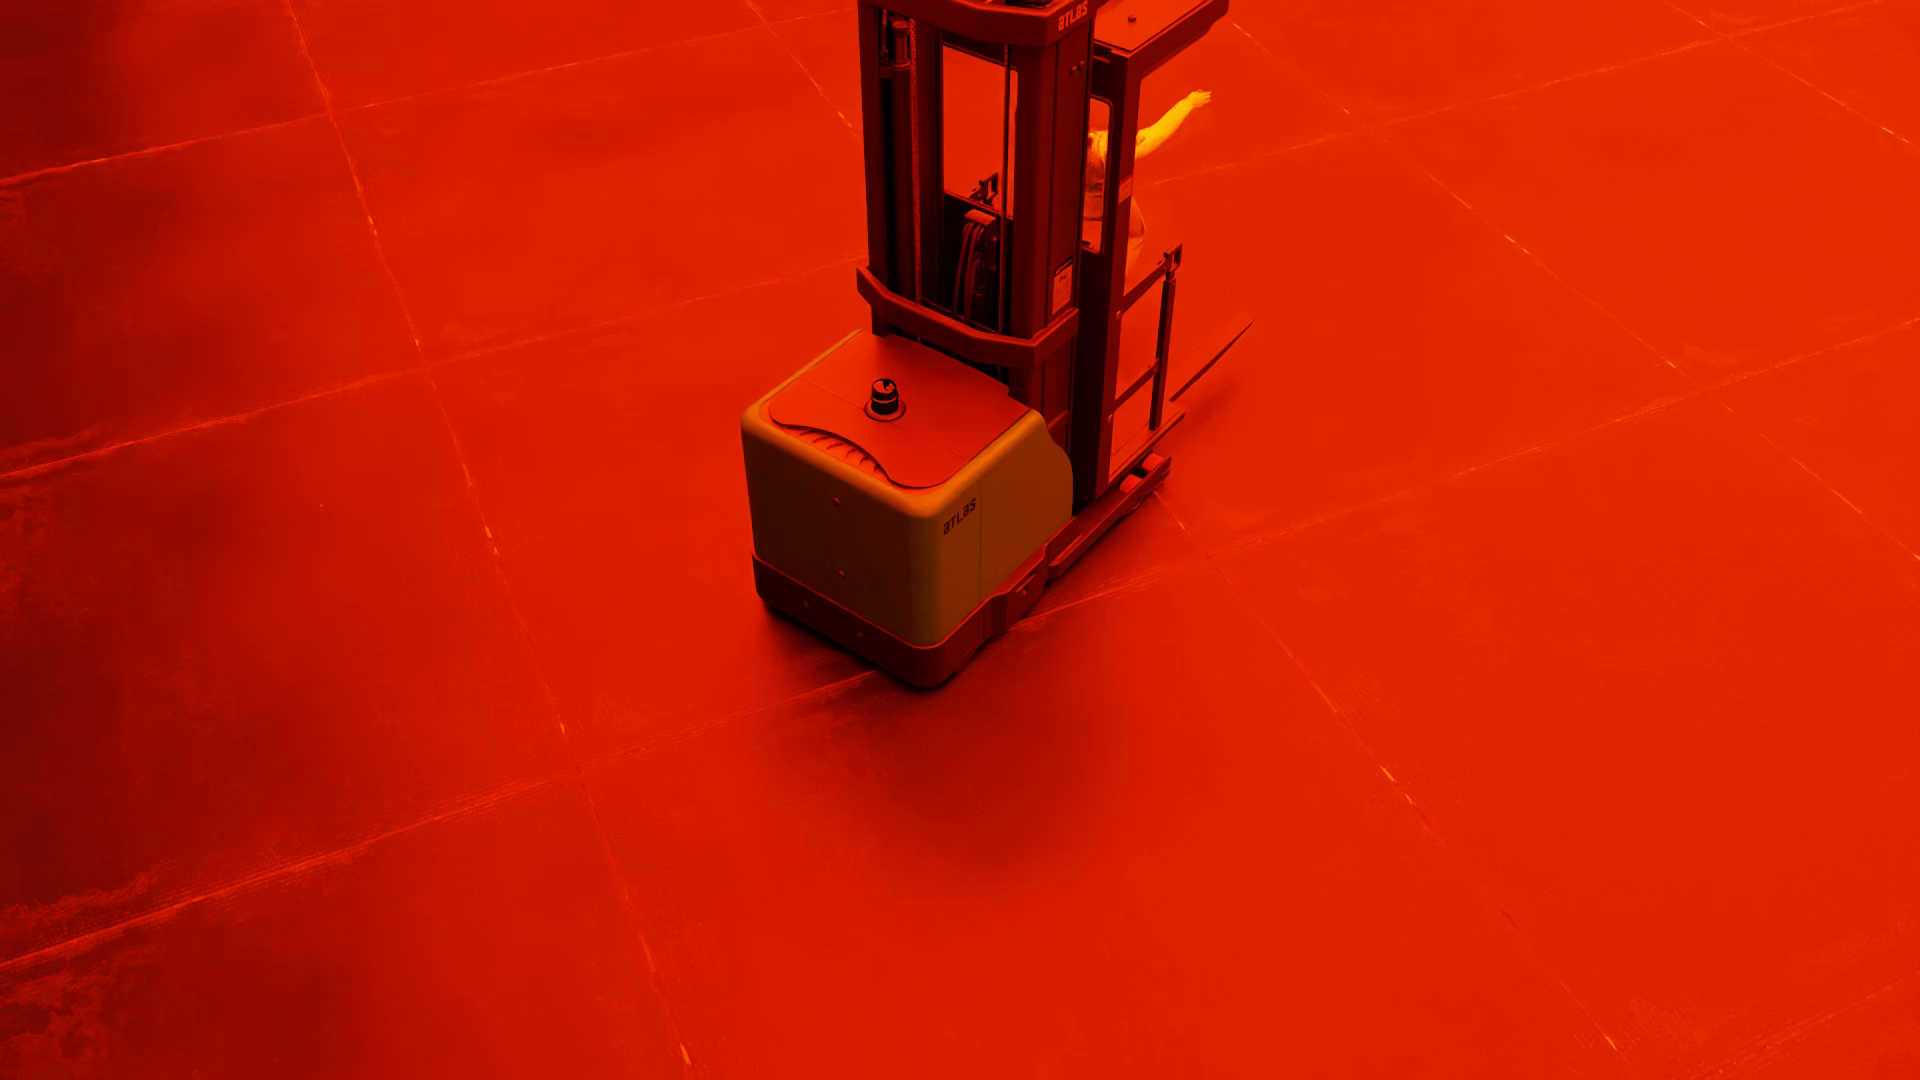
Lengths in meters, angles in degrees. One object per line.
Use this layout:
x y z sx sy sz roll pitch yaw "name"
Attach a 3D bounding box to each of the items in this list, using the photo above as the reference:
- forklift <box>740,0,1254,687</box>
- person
0.369 -1.403 7.184 1.130 2.935 3.031 27 50 26 "forklift"
0.772 -1.724 8.359 0.972 1.459 0.714 -2 43 -2 "person"
